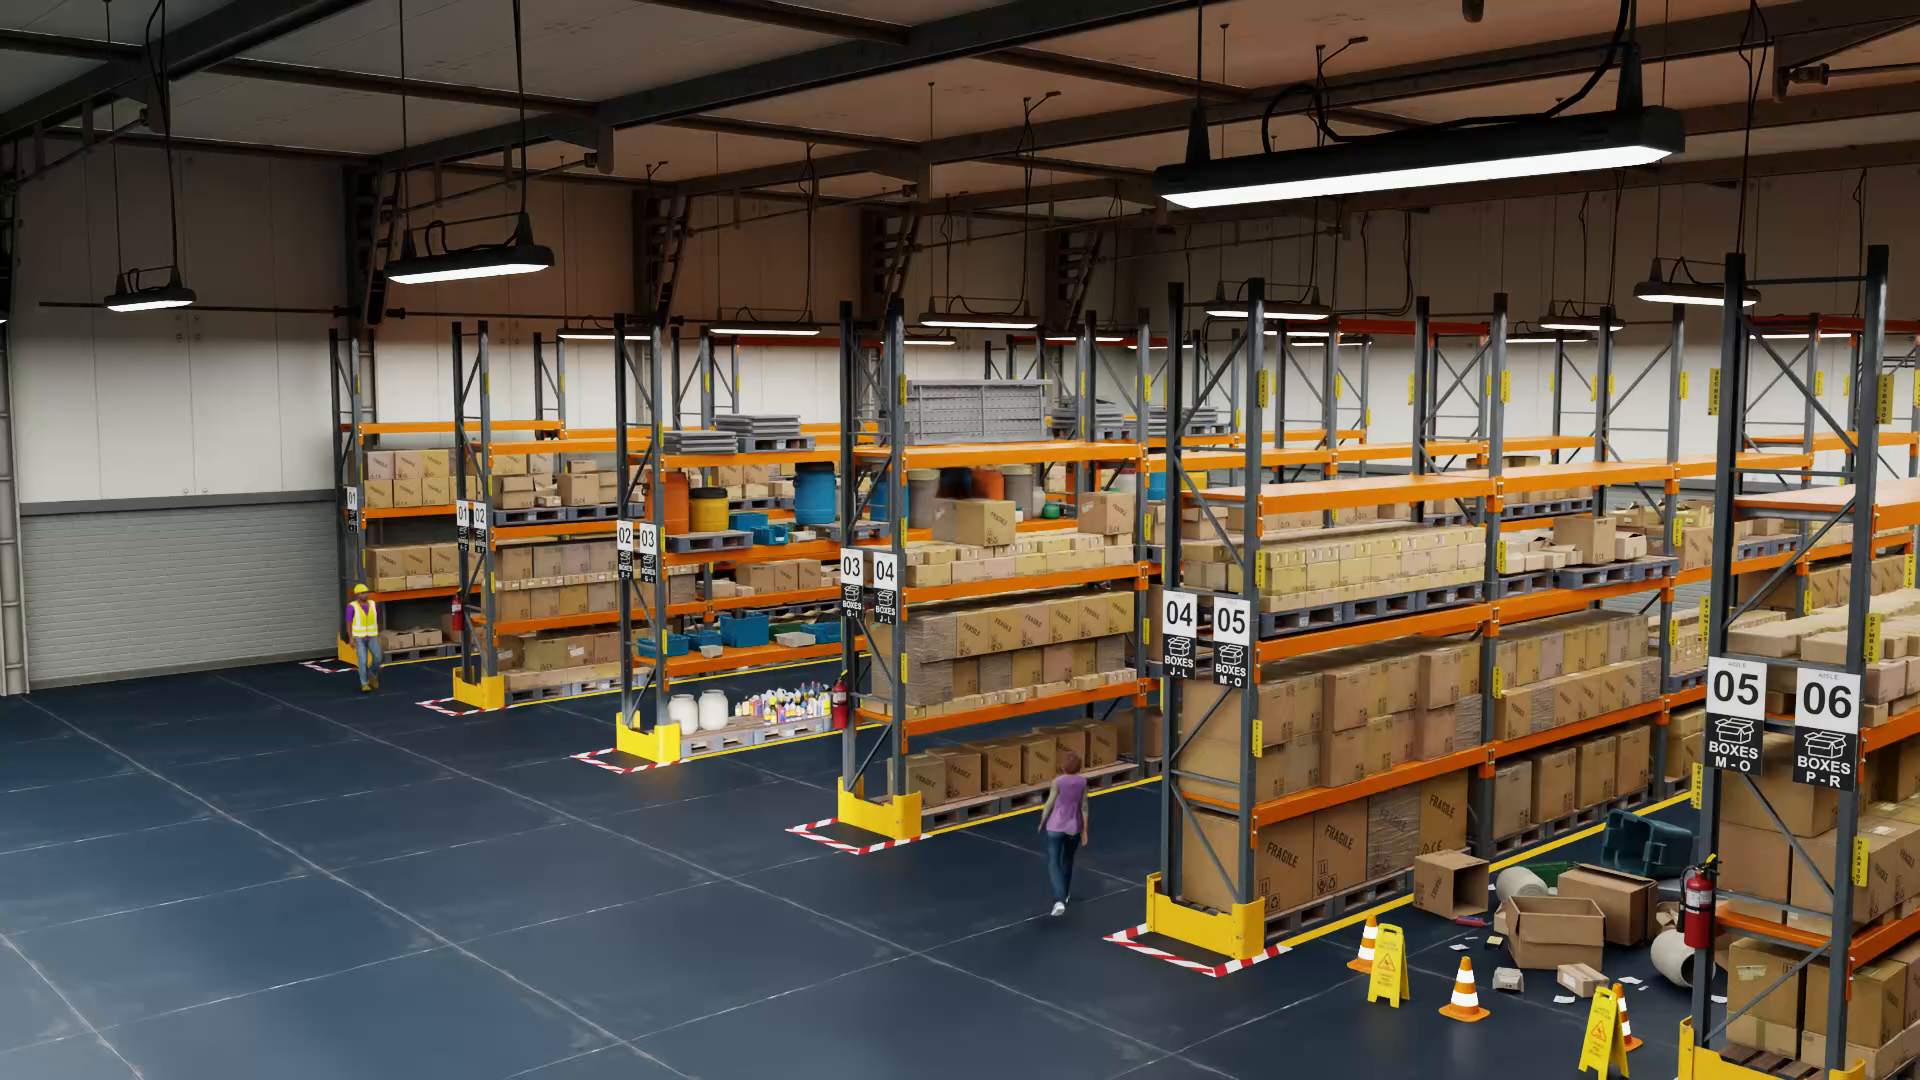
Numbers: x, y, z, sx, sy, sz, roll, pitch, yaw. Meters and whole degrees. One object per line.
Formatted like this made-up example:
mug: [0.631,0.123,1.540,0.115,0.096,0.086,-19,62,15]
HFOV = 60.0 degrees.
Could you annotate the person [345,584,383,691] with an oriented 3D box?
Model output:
person: [-9.679,1.602,27.053,0.585,1.773,0.491,-3,7,-31]

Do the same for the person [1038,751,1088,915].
person: [1.027,2.808,15.996,0.466,1.556,0.831,-1,6,-14]
